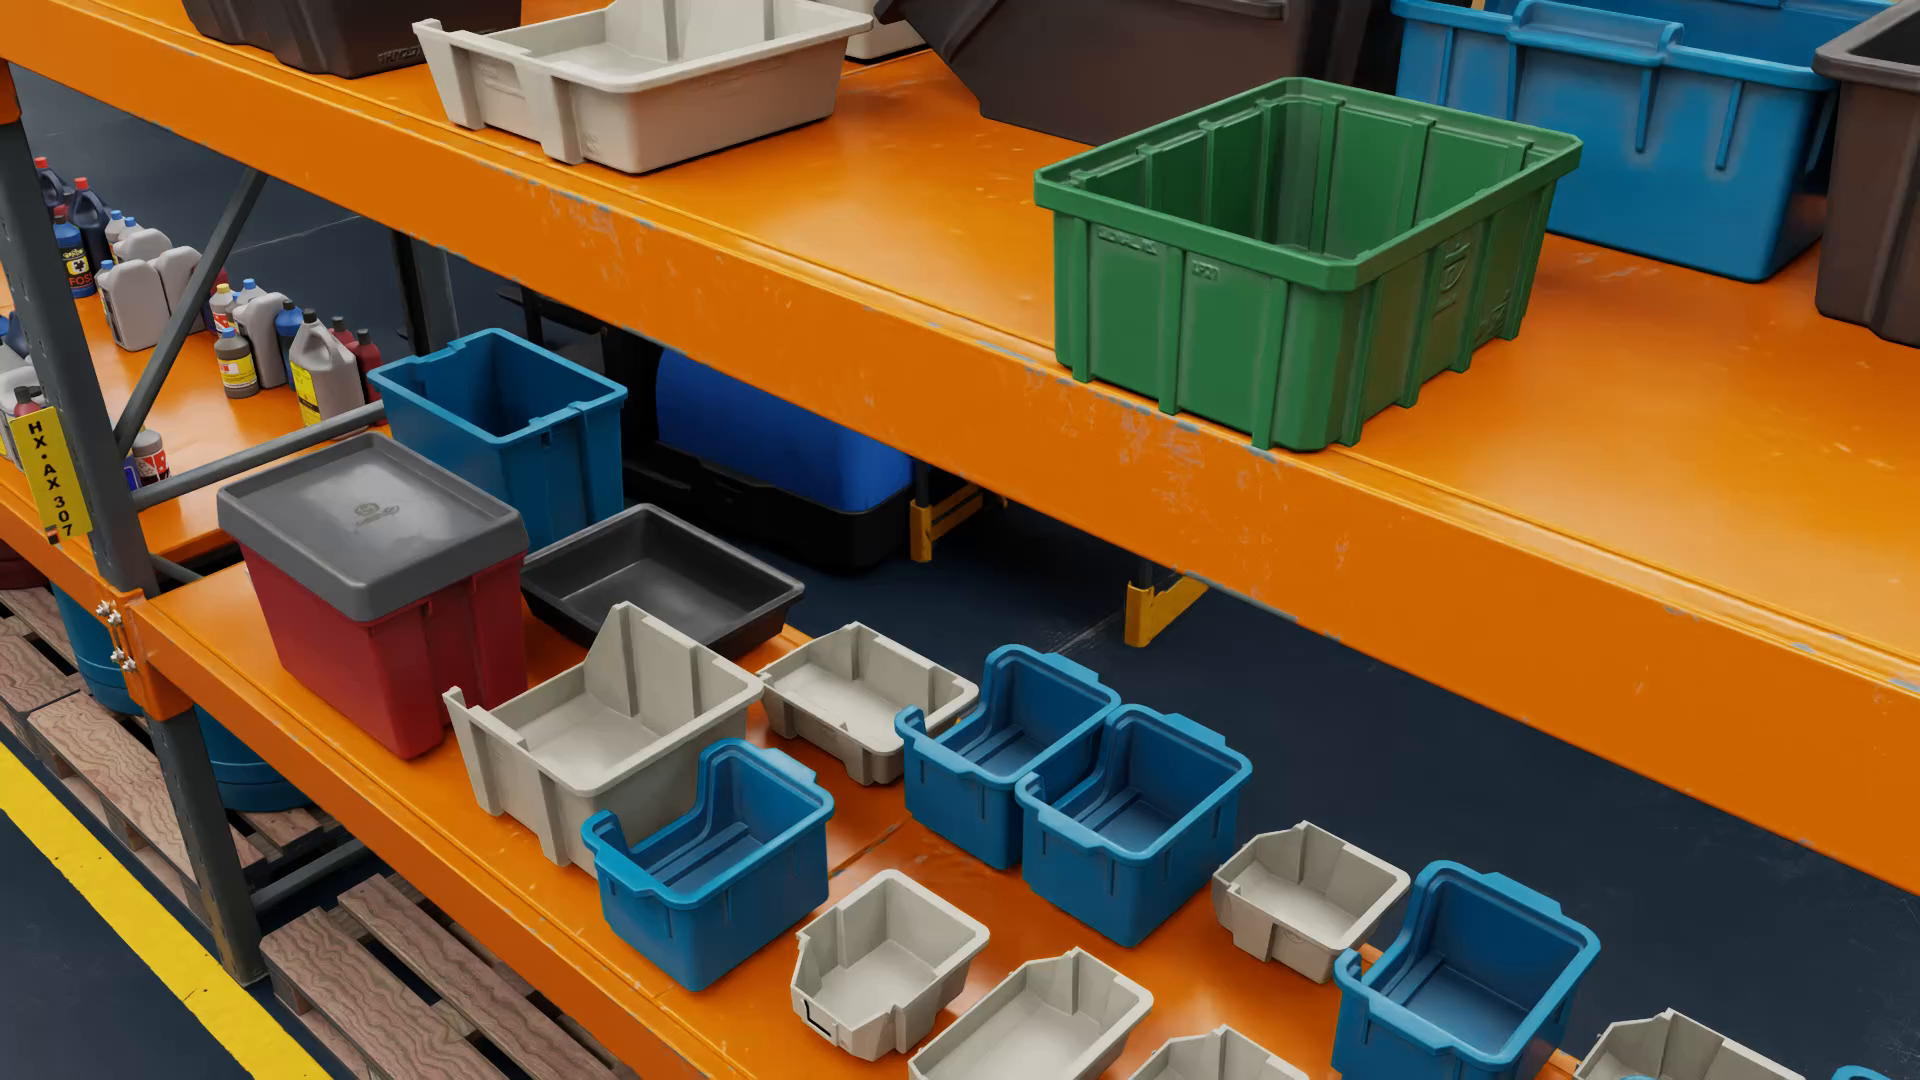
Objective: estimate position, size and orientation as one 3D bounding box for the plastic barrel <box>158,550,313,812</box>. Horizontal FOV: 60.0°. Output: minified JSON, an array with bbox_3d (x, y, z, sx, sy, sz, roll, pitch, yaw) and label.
[{"bbox_3d":[-2.104,0.289,4.989,0.708,0.901,0.600,25,39,35],"label":"plastic barrel"}]

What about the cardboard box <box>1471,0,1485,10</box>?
[{"bbox_3d":[2.158,-2.150,6.347,0.500,0.500,0.500,24,38,34],"label":"cardboard box"}]

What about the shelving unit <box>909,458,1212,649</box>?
[{"bbox_3d":[0.402,-0.528,6.172,1.083,1.500,0.587,21,37,30],"label":"shelving unit"}]

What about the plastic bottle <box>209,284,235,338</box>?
[{"bbox_3d":[-2.282,-0.701,5.198,0.097,0.201,0.097,0,31,0],"label":"plastic bottle"}]

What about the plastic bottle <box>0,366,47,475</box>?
[{"bbox_3d":[-2.492,-0.321,4.496,0.135,0.276,0.152,25,39,35],"label":"plastic bottle"}]

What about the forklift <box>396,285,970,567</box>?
[{"bbox_3d":[-1.295,-1.746,6.809,3.031,2.935,1.130,21,37,30],"label":"forklift"}]

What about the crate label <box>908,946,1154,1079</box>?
[{"bbox_3d":[0.100,0.830,2.660,0.243,0.136,0.396,25,39,35],"label":"crate label"}]

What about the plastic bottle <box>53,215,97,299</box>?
[{"bbox_3d":[-2.966,-0.950,5.544,0.097,0.271,0.097,0,31,0],"label":"plastic bottle"}]

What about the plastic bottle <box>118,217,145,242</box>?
[{"bbox_3d":[-2.725,-0.937,5.524,0.097,0.271,0.097,0,31,0],"label":"plastic bottle"}]

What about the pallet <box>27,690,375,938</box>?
[{"bbox_3d":[-2.256,0.676,5.422,1.213,0.211,1.003,25,39,35],"label":"pallet"}]

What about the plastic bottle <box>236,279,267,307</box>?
[{"bbox_3d":[-2.138,-0.663,5.068,0.097,0.271,0.097,0,31,0],"label":"plastic bottle"}]

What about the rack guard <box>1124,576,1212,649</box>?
[{"bbox_3d":[0.803,0.160,6.242,0.087,0.250,0.587,21,37,30],"label":"rack guard"}]

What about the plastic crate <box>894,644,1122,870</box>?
[{"bbox_3d":[0.093,0.424,3.241,0.300,0.233,0.416,25,39,35],"label":"plastic crate"}]

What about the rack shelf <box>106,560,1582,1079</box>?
[{"bbox_3d":[-0.229,0.765,3.268,4.000,0.370,1.077,25,39,35],"label":"rack shelf"}]

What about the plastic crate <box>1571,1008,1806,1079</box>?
[{"bbox_3d":[1.110,0.882,2.574,0.298,0.136,0.250,25,39,35],"label":"plastic crate"}]

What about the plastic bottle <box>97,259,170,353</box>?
[{"bbox_3d":[-2.588,-0.750,5.208,0.135,0.276,0.152,25,39,35],"label":"plastic bottle"}]

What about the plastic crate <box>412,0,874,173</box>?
[{"bbox_3d":[-0.444,-0.643,2.258,0.530,0.136,0.437,25,39,35],"label":"plastic crate"}]

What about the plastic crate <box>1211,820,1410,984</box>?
[{"bbox_3d":[0.607,0.647,2.964,0.298,0.136,0.250,25,39,35],"label":"plastic crate"}]

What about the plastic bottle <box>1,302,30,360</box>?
[{"bbox_3d":[-2.653,-0.526,4.764,0.185,0.351,0.144,25,39,35],"label":"plastic bottle"}]

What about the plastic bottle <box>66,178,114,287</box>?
[{"bbox_3d":[-2.918,-1.045,5.625,0.185,0.351,0.144,25,39,35],"label":"plastic bottle"}]

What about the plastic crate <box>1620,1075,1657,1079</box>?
[{"bbox_3d":[0.881,1.064,1.982,0.499,0.435,0.616,25,39,35],"label":"plastic crate"}]

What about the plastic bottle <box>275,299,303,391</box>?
[{"bbox_3d":[-1.966,-0.583,4.935,0.097,0.271,0.097,0,31,0],"label":"plastic bottle"}]

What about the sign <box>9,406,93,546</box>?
[{"bbox_3d":[-2.082,-0.144,3.813,0.005,0.325,0.100,25,39,35],"label":"sign"}]

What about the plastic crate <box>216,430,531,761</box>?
[{"bbox_3d":[-1.218,0.116,3.528,0.583,0.464,0.402,25,39,35],"label":"plastic crate"}]

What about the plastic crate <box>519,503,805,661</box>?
[{"bbox_3d":[-0.701,0.141,3.815,0.590,0.125,0.437,25,39,35],"label":"plastic crate"}]

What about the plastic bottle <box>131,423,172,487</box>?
[{"bbox_3d":[-2.151,-0.217,4.395,0.097,0.201,0.097,0,31,0],"label":"plastic bottle"}]

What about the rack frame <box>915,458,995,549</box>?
[{"bbox_3d":[-0.015,-0.686,6.435,0.032,1.500,0.500,21,37,30],"label":"rack frame"}]

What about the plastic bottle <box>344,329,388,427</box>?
[{"bbox_3d":[-1.697,-0.475,4.745,0.133,0.283,0.061,25,39,35],"label":"plastic bottle"}]

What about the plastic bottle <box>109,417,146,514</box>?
[{"bbox_3d":[-2.221,-0.195,4.286,0.135,0.276,0.152,25,39,35],"label":"plastic bottle"}]

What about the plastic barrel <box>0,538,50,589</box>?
[{"bbox_3d":[-3.466,-0.213,6.126,0.708,0.588,0.600,25,39,35],"label":"plastic barrel"}]

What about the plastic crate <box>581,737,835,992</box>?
[{"bbox_3d":[-0.441,0.582,2.979,0.300,0.233,0.416,25,39,35],"label":"plastic crate"}]

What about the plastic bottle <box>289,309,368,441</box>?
[{"bbox_3d":[-1.785,-0.474,4.677,0.185,0.351,0.144,25,39,35],"label":"plastic bottle"}]

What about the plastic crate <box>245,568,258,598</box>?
[{"bbox_3d":[-1.462,0.068,3.927,0.243,0.136,0.396,25,39,35],"label":"plastic crate"}]

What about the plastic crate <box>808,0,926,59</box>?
[{"bbox_3d":[-0.182,-0.970,2.660,0.530,0.282,0.437,25,39,35],"label":"plastic crate"}]

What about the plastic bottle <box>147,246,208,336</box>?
[{"bbox_3d":[-2.486,-0.809,5.305,0.135,0.276,0.152,25,39,35],"label":"plastic bottle"}]

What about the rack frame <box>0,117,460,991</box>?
[{"bbox_3d":[-1.712,-0.235,4.233,0.127,3.000,1.000,25,39,35],"label":"rack frame"}]

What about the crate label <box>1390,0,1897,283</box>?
[{"bbox_3d":[0.787,-0.515,1.933,0.502,0.251,0.408,25,39,35],"label":"crate label"}]
